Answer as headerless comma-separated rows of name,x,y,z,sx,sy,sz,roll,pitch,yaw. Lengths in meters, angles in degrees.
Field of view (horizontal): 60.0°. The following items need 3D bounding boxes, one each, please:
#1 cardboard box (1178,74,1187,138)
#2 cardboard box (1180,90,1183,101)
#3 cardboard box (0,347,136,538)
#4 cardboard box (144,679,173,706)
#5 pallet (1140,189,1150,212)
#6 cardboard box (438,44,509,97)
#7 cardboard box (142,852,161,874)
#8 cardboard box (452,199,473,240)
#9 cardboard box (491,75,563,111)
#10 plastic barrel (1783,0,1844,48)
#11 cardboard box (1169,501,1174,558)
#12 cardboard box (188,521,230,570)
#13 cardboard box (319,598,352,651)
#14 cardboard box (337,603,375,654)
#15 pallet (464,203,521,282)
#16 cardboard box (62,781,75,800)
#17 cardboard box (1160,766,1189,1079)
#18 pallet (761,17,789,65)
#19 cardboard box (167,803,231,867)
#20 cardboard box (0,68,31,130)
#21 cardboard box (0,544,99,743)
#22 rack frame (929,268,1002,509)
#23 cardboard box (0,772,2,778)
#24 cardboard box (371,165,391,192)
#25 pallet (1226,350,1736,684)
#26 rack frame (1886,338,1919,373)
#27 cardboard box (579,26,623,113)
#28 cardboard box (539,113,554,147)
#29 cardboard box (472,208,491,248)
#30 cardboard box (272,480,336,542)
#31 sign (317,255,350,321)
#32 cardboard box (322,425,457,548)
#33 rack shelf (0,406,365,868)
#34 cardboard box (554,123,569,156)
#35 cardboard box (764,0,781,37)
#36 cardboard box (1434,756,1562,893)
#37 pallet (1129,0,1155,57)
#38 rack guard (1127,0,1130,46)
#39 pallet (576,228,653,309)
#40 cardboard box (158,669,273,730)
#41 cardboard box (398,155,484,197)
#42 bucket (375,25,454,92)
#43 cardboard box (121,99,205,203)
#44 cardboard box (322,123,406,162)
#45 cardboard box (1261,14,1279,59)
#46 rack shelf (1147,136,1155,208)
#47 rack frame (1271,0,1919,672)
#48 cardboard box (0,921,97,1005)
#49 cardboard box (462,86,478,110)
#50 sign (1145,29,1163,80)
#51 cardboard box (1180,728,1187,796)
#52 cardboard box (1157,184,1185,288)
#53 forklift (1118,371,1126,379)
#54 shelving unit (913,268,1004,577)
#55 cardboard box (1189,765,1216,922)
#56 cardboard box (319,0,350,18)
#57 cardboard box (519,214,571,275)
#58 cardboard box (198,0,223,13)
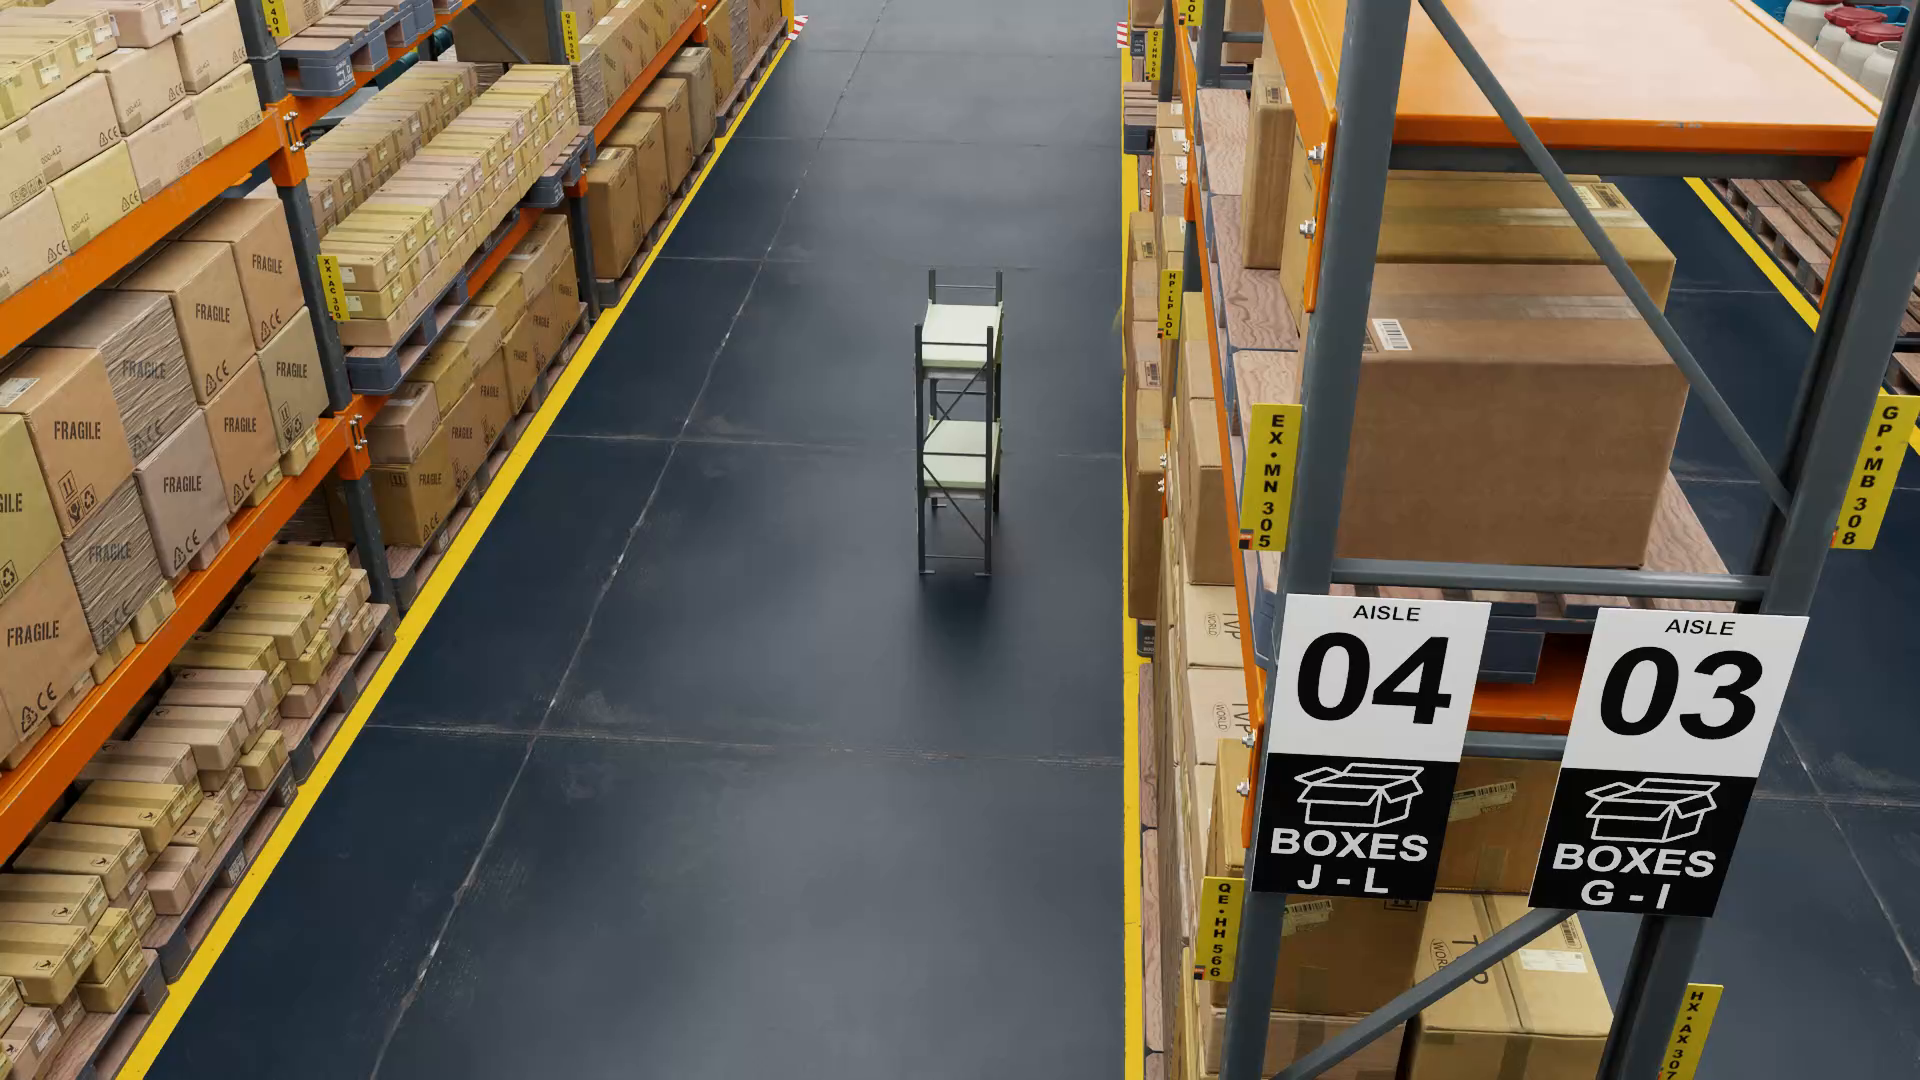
cardboard box,1.720,-2.739,10.064,0.797,0.503,0.637,3,32,6
cardboard box,1.800,-3.156,11.297,0.500,0.500,0.500,-1,32,-2
cardboard box,-3.352,-0.352,5.911,0.500,0.500,0.500,1,32,2
cardboard box,-3.753,0.666,7.623,0.380,0.149,0.250,1,32,1
pallet,1.963,-2.508,13.399,1.003,0.211,1.213,2,32,4
cardboard box,-3.370,-3.205,11.777,0.500,0.500,0.500,2,32,4
cardboard box,-3.445,1.225,6.718,0.380,0.149,0.250,4,32,7
cardboard box,-2.894,-1.756,9.077,0.380,0.149,0.250,4,32,6
cardboard box,-2.745,-2.833,10.541,0.380,0.149,0.250,2,32,3
plastic barrel,6.762,-4.098,13.191,0.433,0.535,0.433,0,32,0
cardboard box,1.072,-0.037,6.970,0.380,0.149,0.250,3,32,6
cardboard box,-3.286,-0.004,6.917,0.380,0.149,0.250,1,32,2
cardboard box,-3.183,0.405,8.048,0.380,0.149,0.250,1,32,2
cardboard box,-3.157,0.431,8.289,0.380,0.149,0.250,3,32,5
pallet,-3.260,-1.797,9.770,1.003,0.211,1.213,2,32,4
cardboard box,-3.852,0.945,6.888,0.380,0.149,0.250,3,32,4
cardboard box,1.191,1.444,5.952,0.875,0.875,0.875,2,32,4
pallet,-2.475,-5.490,18.238,1.003,0.211,1.213,2,32,4
cardboard box,-3.316,1.233,6.988,0.380,0.149,0.250,2,32,4
cardboard box,-3.298,-1.434,5.425,0.380,0.149,0.250,2,32,3
cardboard box,-3.408,0.339,5.742,0.500,0.500,0.500,3,32,5
rack frame,0.030,-0.833,9.453,0.400,1.500,0.023,2,32,4
cardboard box,-3.498,0.805,5.605,0.380,0.149,0.250,4,32,6
cardboard box,-3.500,-2.055,9.561,0.380,0.149,0.250,4,32,6
pallet,1.195,-0.095,4.051,1.003,0.211,1.213,2,32,4
rack frame,6.732,-2.439,10.629,1.000,3.000,0.127,2,32,4
cardboard box,-2.795,-3.447,12.170,0.500,0.500,0.500,2,32,4
cardboard box,-2.765,-2.559,10.379,0.380,0.149,0.250,3,32,5
cardboard box,-2.874,-1.765,9.374,0.380,0.149,0.250,2,32,3
cardboard box,-3.656,-0.336,9.199,0.500,0.500,0.500,2,32,3
sign,-2.924,-1.173,7.750,0.100,0.325,0.005,2,32,4
cardboard box,-3.141,-0.314,9.162,0.500,0.500,0.500,4,32,6
rack shelf,-3.628,0.528,6.500,1.077,0.370,4.000,2,32,4
cardboard box,-2.743,-2.580,10.697,0.380,0.149,0.250,2,32,4
cardboard box,-2.477,-6.015,18.057,0.875,0.875,0.875,3,32,4
cardboard box,1.493,0.650,4.762,0.500,0.500,0.500,2,32,3
pallet,1.914,-4.267,13.778,1.003,0.211,1.213,2,32,4
rack guard,2.441,-5.730,18.352,1.175,0.500,0.348,2,32,4
pallet,-3.000,-2.137,12.797,1.003,0.211,1.213,2,32,4
cardboard box,-3.258,0.699,7.288,0.380,0.149,0.250,1,32,2
cardboard box,-2.870,-2.011,9.207,0.380,0.149,0.250,4,32,6
bucket,-5.100,-4.430,15.531,0.726,0.611,0.620,14,44,21
cardboard box,-3.288,-1.508,6.402,0.500,0.250,0.500,2,32,4
cardboard box,-3.475,-2.320,9.708,0.380,0.149,0.250,3,32,5
cardboard box,1.466,-1.688,5.961,0.700,0.500,0.500,1,32,1
rack shelf,1.959,-3.390,12.858,1.077,0.370,4.000,2,32,4
rack frame,1.145,-1.021,2.611,1.000,3.000,0.127,2,32,4
cardboard box,-3.359,1.514,5.964,0.380,0.149,0.250,2,32,4
cardboard box,-3.379,-2.870,10.884,0.380,0.149,0.250,4,32,6
sign,1.254,-3.128,10.719,0.100,0.325,0.005,2,32,4
cardboard box,0.948,0.769,5.662,0.380,0.149,0.250,3,32,4
cardboard box,1.365,-1.652,9.256,0.500,0.500,0.500,3,32,4
forklift,2.577,-2.199,10.306,3.031,2.935,1.130,-9,33,-14
shelving unit,0.001,-0.642,9.142,0.431,1.500,0.755,2,32,4
cardboard box,0.961,0.940,5.006,0.500,0.250,0.500,2,32,3
cardboard box,-3.184,-2.693,7.866,0.500,0.311,0.500,2,32,3
cardboard box,-2.934,-1.980,11.152,0.500,0.250,0.500,2,32,3
cardboard box,-3.218,-2.244,6.740,0.380,0.149,0.250,1,32,2
